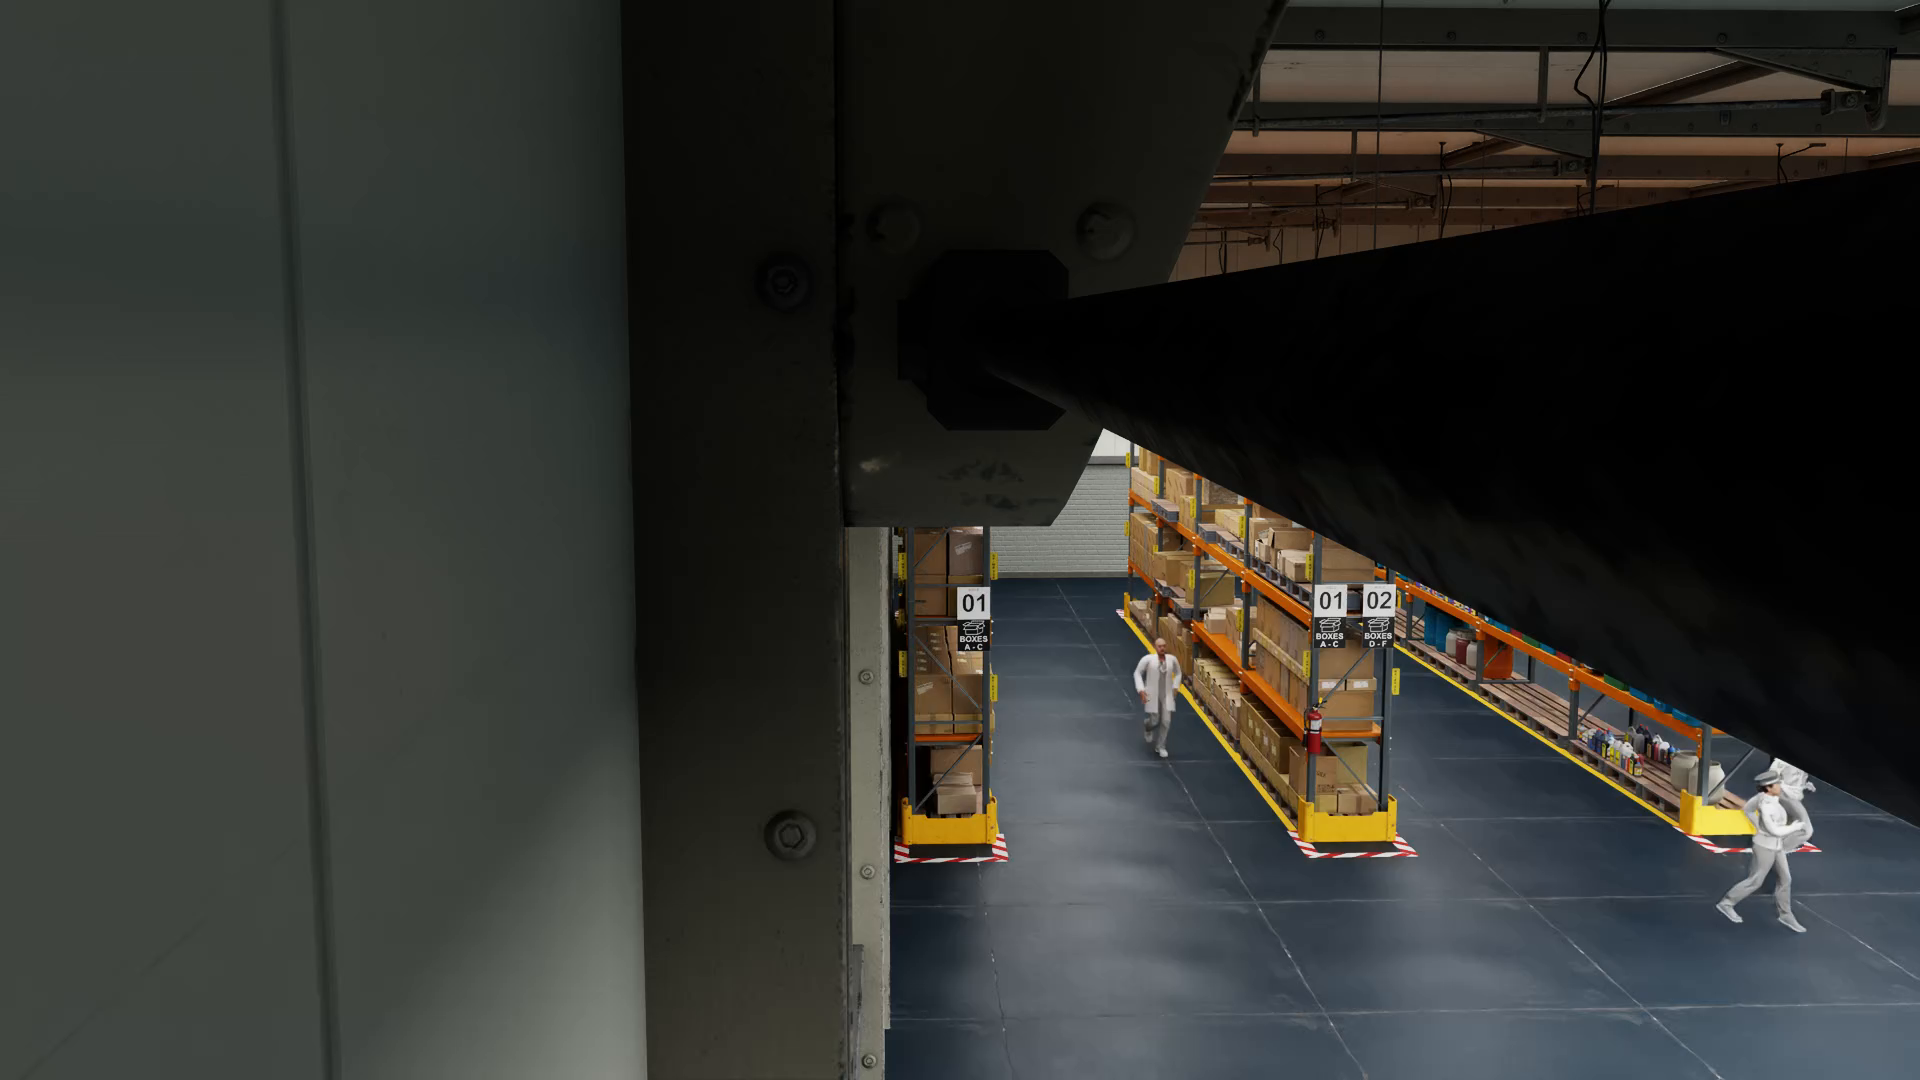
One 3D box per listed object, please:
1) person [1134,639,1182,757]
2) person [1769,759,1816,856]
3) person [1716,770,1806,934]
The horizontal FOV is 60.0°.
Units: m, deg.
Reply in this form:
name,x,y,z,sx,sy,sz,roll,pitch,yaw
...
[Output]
name,x,y,z,sx,sy,sz,roll,pitch,yaw
person,2.952,2.314,24.785,0.735,1.739,0.711,-1,7,-6
person,9.679,3.028,19.381,0.560,1.679,0.646,5,9,35
person,8.458,3.249,17.464,0.862,1.724,0.595,4,8,28
